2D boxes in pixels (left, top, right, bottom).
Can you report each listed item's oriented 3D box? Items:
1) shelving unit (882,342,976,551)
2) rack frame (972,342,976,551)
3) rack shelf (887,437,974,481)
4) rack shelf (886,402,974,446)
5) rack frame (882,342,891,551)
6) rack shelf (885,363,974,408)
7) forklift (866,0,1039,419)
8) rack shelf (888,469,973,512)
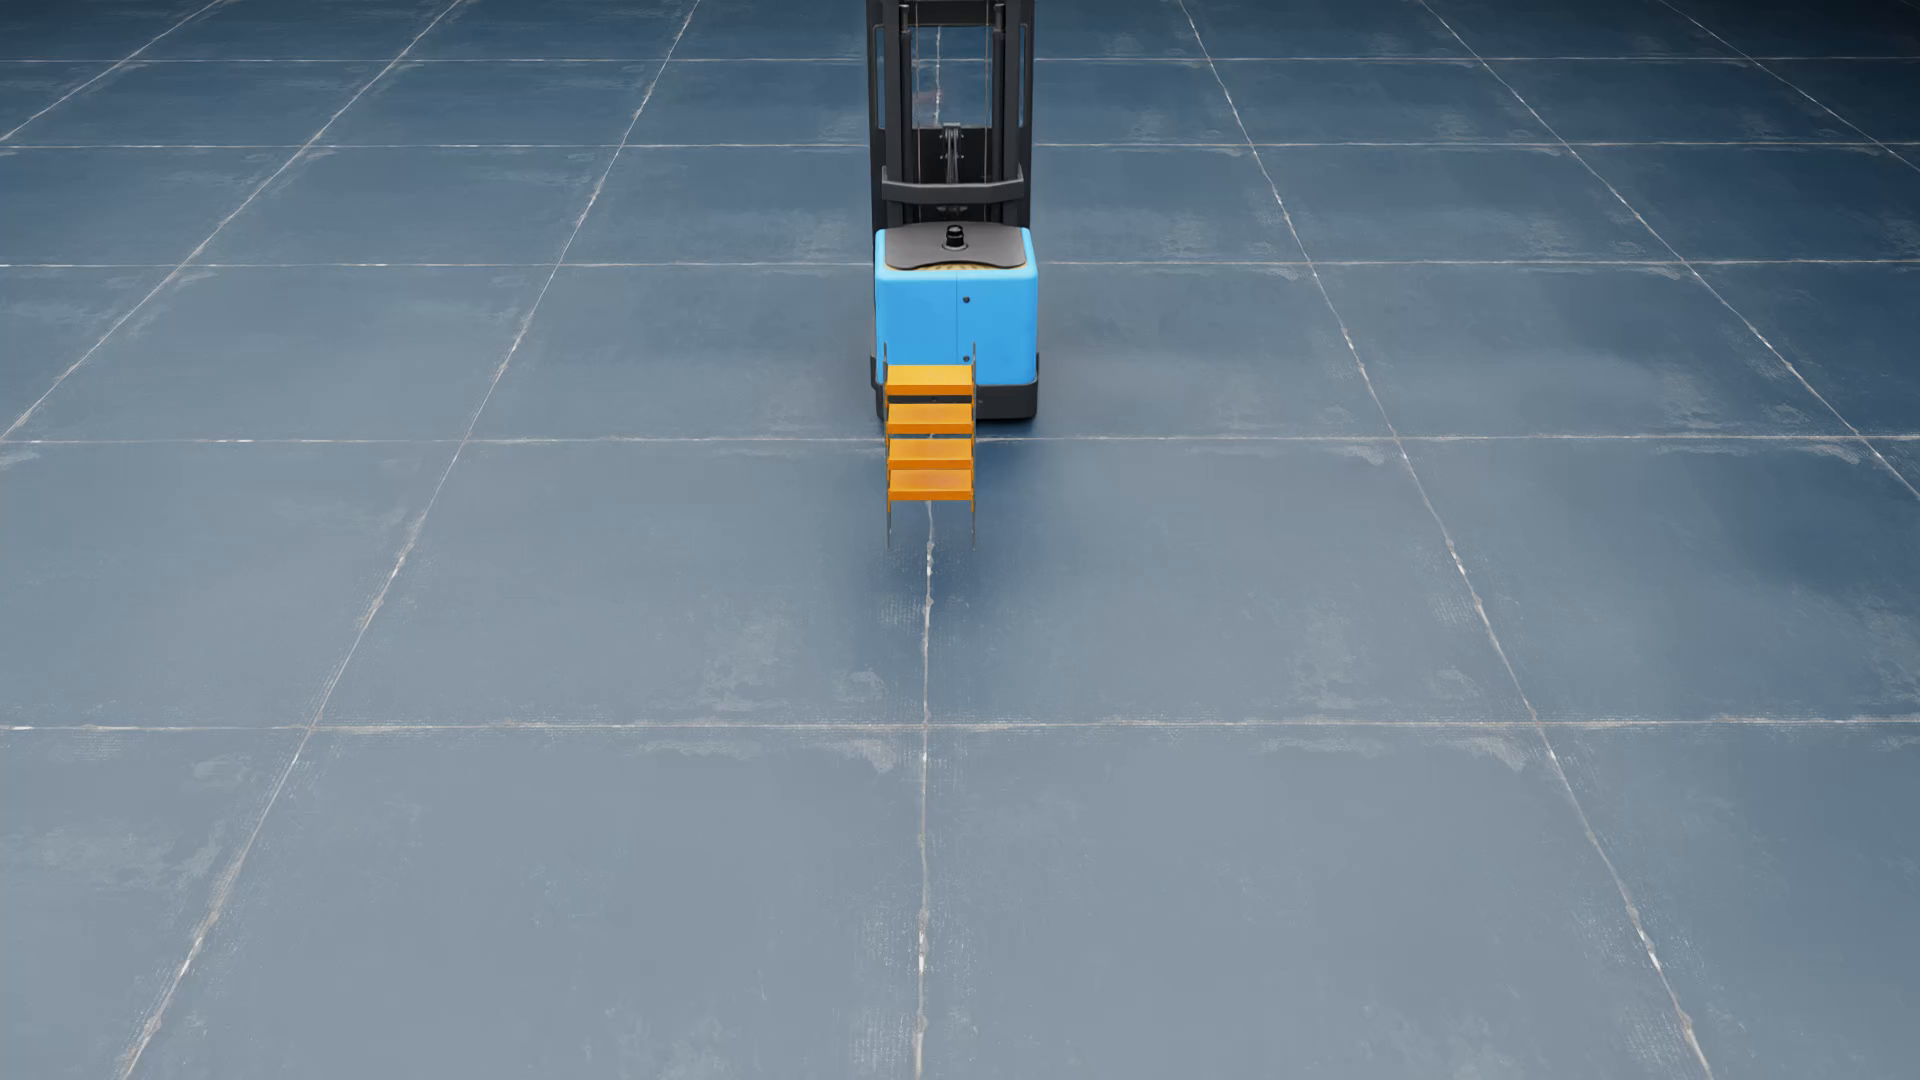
[{"bbox_3d":[-0.166,-0.512,9.327,0.503,1.200,0.258,0,31,0],"label":"shelving unit"},{"bbox_3d":[0.078,-0.513,9.328,0.015,1.200,0.240,0,31,0],"label":"rack frame"},{"bbox_3d":[-0.166,-0.455,9.362,0.480,0.148,0.258,0,31,0],"label":"rack shelf"},{"bbox_3d":[-0.166,-0.646,9.246,0.480,0.148,0.258,0,31,0],"label":"rack shelf"},{"bbox_3d":[-0.410,-0.512,9.326,0.015,1.200,0.240,0,31,0],"label":"rack frame"},{"bbox_3d":[-0.166,-0.848,9.123,0.480,0.148,0.258,0,31,0],"label":"rack shelf"},{"bbox_3d":[-0.072,-2.760,11.362,1.130,2.935,3.031,-1,31,-2],"label":"forklift"},{"bbox_3d":[-0.166,-0.285,9.465,0.480,0.148,0.258,0,31,0],"label":"rack shelf"}]
